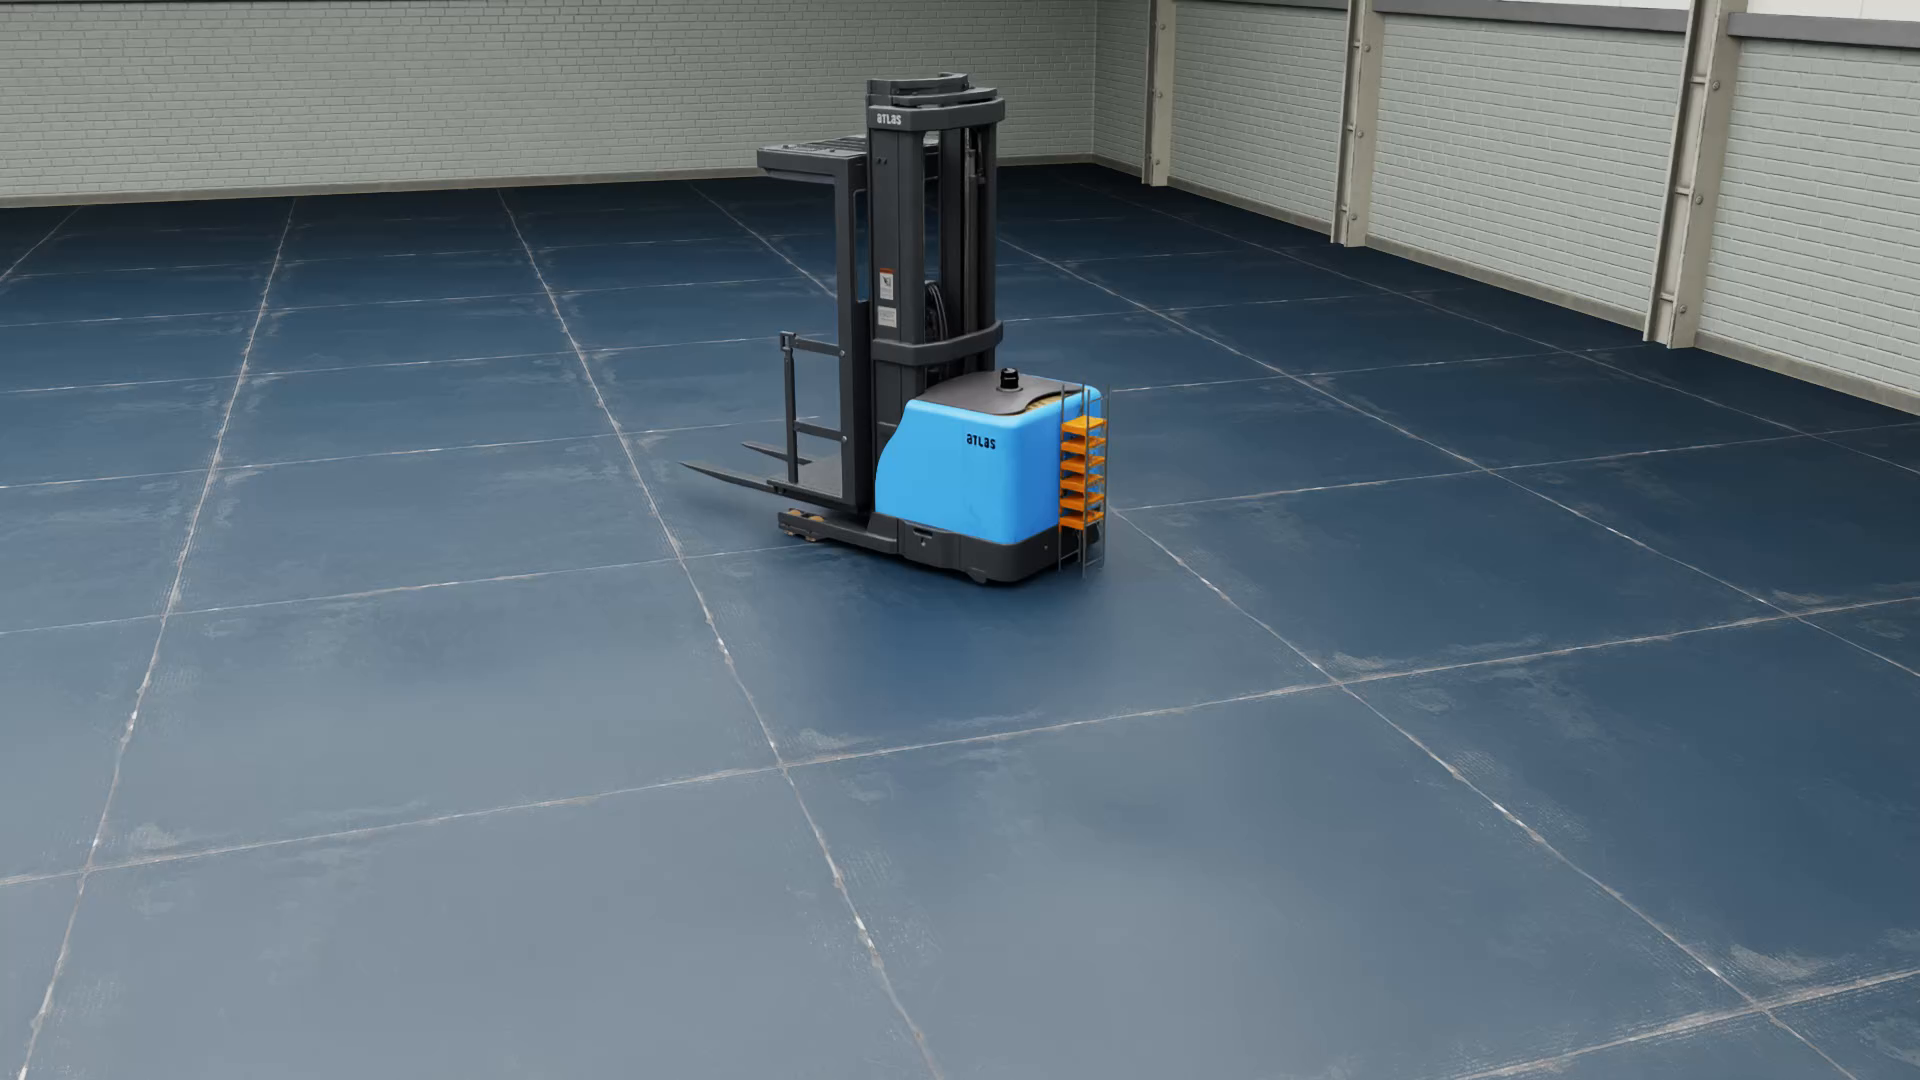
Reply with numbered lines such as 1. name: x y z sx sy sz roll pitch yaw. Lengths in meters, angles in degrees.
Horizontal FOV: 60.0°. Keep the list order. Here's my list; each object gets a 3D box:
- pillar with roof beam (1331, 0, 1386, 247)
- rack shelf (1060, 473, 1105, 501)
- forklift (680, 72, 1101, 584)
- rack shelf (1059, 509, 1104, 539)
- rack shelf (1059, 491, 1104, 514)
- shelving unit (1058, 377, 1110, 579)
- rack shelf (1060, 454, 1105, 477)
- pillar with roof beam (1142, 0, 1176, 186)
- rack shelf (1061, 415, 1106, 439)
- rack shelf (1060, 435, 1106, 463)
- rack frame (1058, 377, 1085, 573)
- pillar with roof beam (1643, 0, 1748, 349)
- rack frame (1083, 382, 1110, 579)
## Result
1. pillar with roof beam: 0.970 -7.630 18.848 9.100 9.000 0.400 -6 21 -17
2. rack shelf: 0.758 -0.334 10.203 0.180 0.103 0.258 15 24 35
3. forklift: -0.581 -1.496 10.746 3.031 2.935 1.130 15 24 35
4. rack shelf: 0.758 -0.108 10.284 0.180 0.103 0.258 15 24 35
5. rack shelf: 0.758 -0.221 10.243 0.180 0.103 0.258 15 24 35
6. shelving unit: 0.758 -0.376 10.188 0.189 1.200 0.258 15 24 35
7. rack shelf: 0.758 -0.447 10.162 0.180 0.103 0.258 15 24 35
8. pillar with roof beam: -0.916 -9.556 24.209 9.100 9.000 0.400 -6 21 -17
9. rack shelf: 0.758 -0.673 10.081 0.180 0.103 0.258 15 24 35
10. rack shelf: 0.758 -0.560 10.122 0.180 0.103 0.258 15 24 35
11. rack frame: 0.685 -0.395 10.240 0.006 1.200 0.240 15 24 35
12. pillar with roof beam: 2.856 -5.705 13.488 9.100 9.000 0.400 -6 21 -17
13. rack frame: 0.830 -0.357 10.135 0.006 1.200 0.240 15 24 35
